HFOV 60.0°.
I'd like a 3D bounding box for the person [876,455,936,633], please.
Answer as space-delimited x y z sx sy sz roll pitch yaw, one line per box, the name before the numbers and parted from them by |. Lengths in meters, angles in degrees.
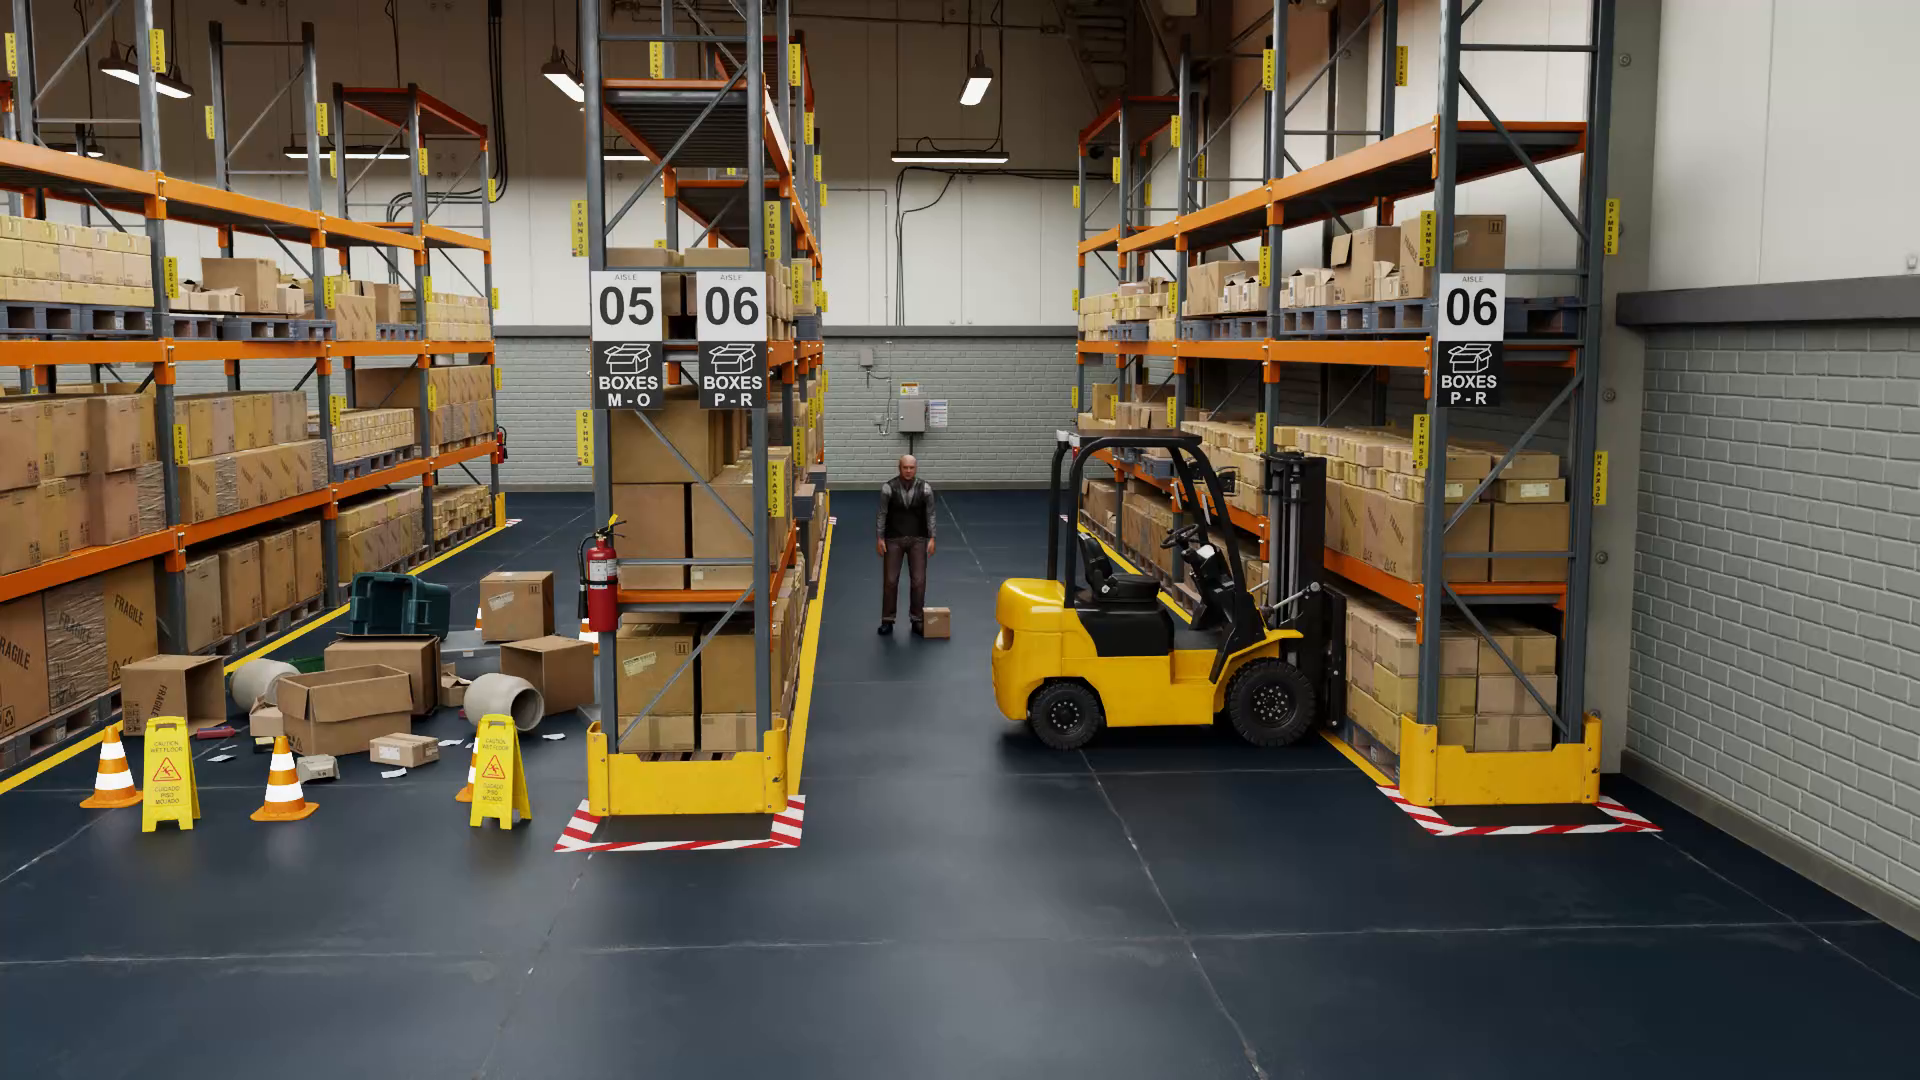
person | -0.522 0.029 16.098 0.587 1.721 0.412 -1 7 -5
